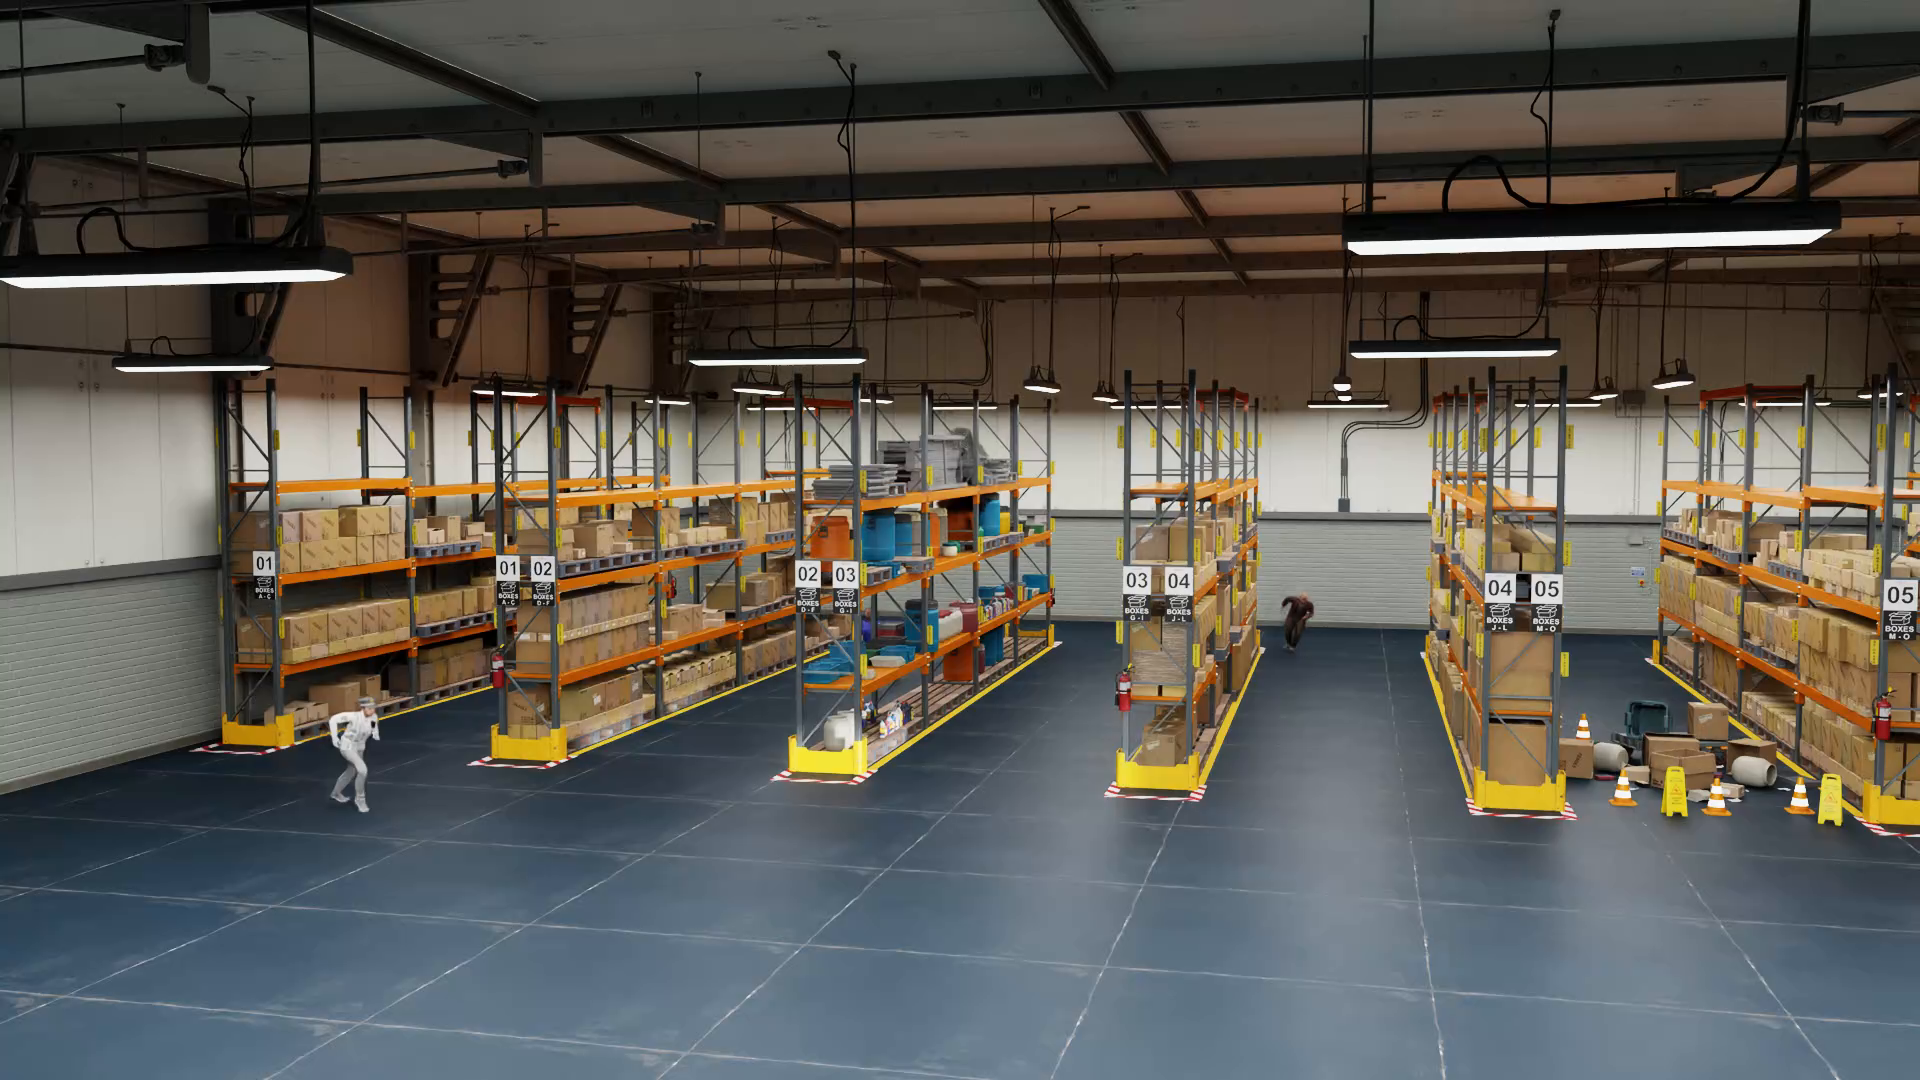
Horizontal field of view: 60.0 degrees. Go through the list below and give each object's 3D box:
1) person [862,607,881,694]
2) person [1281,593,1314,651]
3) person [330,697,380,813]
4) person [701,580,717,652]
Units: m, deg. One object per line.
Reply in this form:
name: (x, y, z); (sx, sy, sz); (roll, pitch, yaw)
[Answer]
person: (-1.786, 2.191, 33.093); (0.524, 1.714, 0.845); (1, 4, 21)
person: (7.953, 1.927, 39.186); (0.732, 1.443, 0.949); (1, 3, 9)
person: (-8.236, 2.897, 22.492); (0.949, 1.606, 0.660); (2, 4, 32)
person: (-5.820, 1.795, 38.751); (0.656, 1.754, 0.653); (1, 4, 13)
